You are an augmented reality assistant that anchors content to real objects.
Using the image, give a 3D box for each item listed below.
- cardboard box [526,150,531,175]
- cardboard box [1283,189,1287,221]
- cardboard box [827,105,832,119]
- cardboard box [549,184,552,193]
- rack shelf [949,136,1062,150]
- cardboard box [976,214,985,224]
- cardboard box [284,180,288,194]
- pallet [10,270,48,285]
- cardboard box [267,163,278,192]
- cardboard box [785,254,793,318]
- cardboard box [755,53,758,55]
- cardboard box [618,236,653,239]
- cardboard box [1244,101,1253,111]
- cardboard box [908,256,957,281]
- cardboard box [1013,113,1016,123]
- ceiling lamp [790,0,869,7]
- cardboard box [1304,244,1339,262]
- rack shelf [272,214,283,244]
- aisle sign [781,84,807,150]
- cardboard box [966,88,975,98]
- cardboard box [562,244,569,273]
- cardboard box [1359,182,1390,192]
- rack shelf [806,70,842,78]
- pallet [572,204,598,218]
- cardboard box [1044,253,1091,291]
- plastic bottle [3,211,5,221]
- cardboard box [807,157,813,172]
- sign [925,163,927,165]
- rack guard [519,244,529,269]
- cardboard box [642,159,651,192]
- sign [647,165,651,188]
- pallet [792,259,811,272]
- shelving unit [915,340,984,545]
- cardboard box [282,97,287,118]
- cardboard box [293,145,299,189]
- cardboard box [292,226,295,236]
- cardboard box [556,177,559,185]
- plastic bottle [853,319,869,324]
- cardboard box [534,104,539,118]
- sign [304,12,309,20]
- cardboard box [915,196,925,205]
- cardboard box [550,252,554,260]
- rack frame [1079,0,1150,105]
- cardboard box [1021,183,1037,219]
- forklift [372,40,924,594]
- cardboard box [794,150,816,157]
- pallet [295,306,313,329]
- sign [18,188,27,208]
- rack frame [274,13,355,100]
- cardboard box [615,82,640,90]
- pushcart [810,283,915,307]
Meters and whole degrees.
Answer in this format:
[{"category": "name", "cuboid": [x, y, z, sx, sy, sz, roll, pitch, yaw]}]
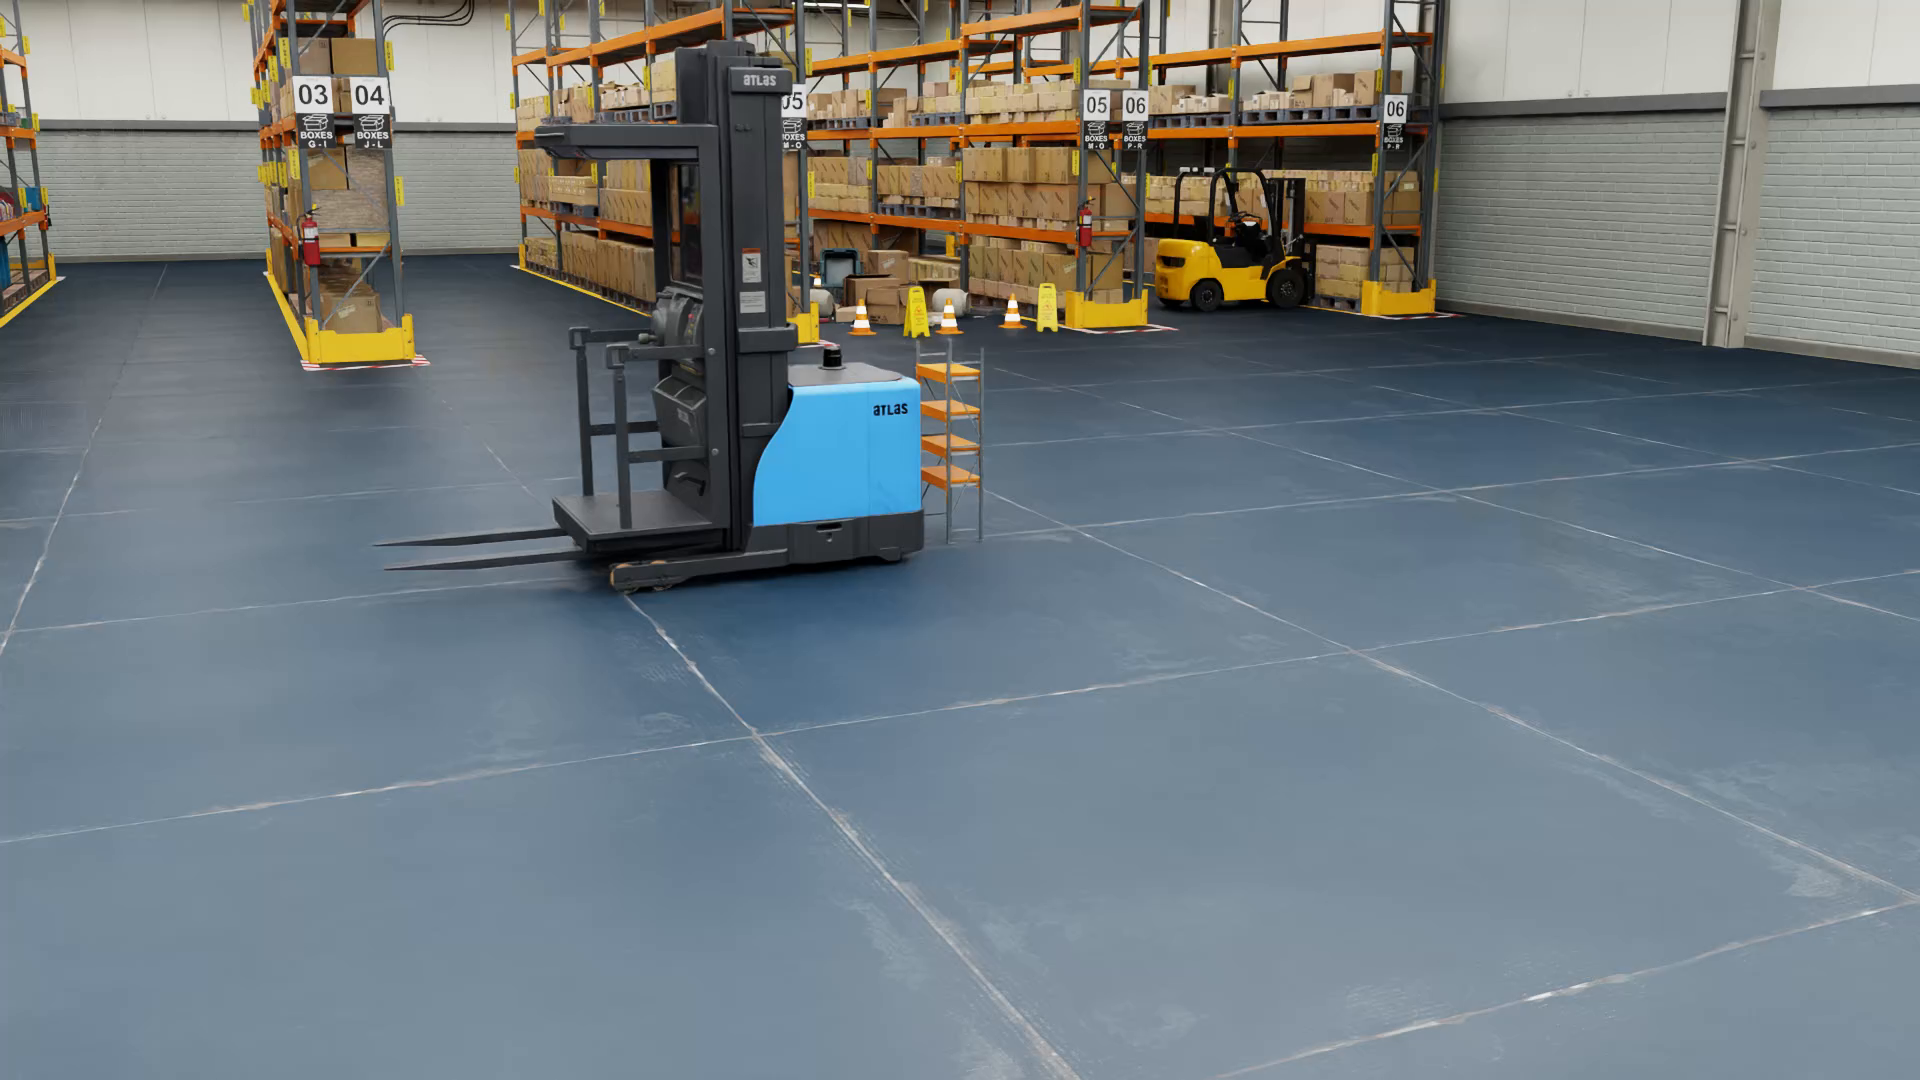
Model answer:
[{"category": "cardboard box", "cuboid": [-8.481, -7.648, 33.666, 0.500, 0.500, 0.500, -6, 14, -24]}, {"category": "cardboard box", "cuboid": [5.401, -5.458, 27.080, 0.500, 0.500, 0.500, -6, 14, -24]}, {"category": "cardboard box", "cuboid": [-2.305, -8.131, 31.562, 0.396, 0.266, 0.258, -4, 14, -18]}, {"category": "cardboard box", "cuboid": [-7.475, -6.575, 31.094, 0.380, 0.149, 0.250, -5, 14, -22]}, {"category": "rack shelf", "cuboid": [1.029, -8.912, 37.168, 1.077, 0.370, 4.000, -6, 14, -23]}, {"category": "cardboard box", "cuboid": [0.470, -5.022, 25.975, 0.380, 0.149, 0.250, -5, 14, -21]}, {"category": "cardboard box", "cuboid": [-9.371, -4.996, 24.143, 0.797, 0.503, 0.637, -4, 14, -17]}, {"category": "pallet", "cuboid": [-17.642, -4.891, 31.033, 1.003, 0.211, 1.213, -6, 14, -23]}, {"category": "cardboard box", "cuboid": [-12.225, -6.552, 30.037, 0.500, 0.500, 0.500, -5, 14, -21]}, {"category": "cardboard box", "cuboid": [-2.736, -3.296, 21.738, 0.875, 0.875, 0.875, -6, 14, -23]}, {"category": "cardboard box", "cuboid": [-2.448, -6.175, 21.382, 0.380, 0.149, 0.250, -6, 14, -24]}, {"category": "cardboard box", "cuboid": [-5.663, -5.161, 28.967, 0.500, 0.250, 0.500, -6, 14, -26]}, {"category": "cardboard box", "cuboid": [4.937, -7.208, 27.611, 0.380, 0.149, 0.250, -5, 14, -22]}, {"category": "cardboard box", "cuboid": [-0.594, -4.768, 29.214, 0.950, 0.372, 0.625, -6, 14, -24]}, {"category": "cardboard box", "cuboid": [1.007, -6.220, 24.495, 0.380, 0.149, 0.250, -6, 14, -23]}, {"category": "ceiling lamp", "cuboid": [-2.979, -14.325, 39.360, 2.000, 3.185, 0.800, -6, 14, -23]}, {"category": "cardboard box", "cuboid": [5.746, -4.537, 26.268, 0.500, 0.250, 0.500, -5, 14, -22]}, {"category": "rack shelf", "cuboid": [-10.995, -5.280, 28.128, 1.077, 0.370, 4.000, -6, 14, -23]}, {"category": "aisle sign", "cuboid": [-2.101, -5.271, 20.726, 0.394, 0.787, 0.004, -6, 14, -23]}, {"category": "cardboard box", "cuboid": [0.316, -6.919, 25.750, 0.380, 0.149, 0.250, -6, 14, -24]}, {"category": "cardboard box", "cuboid": [-7.158, -5.281, 31.149, 0.500, 0.500, 0.500, -5, 14, -21]}, {"category": "cardboard box", "cuboid": [6.242, -5.320, 25.044, 0.380, 0.149, 0.250, -5, 14, -22]}, {"category": "rack shelf", "cuboid": [-3.517, -9.730, 34.935, 1.077, 0.370, 4.000, -6, 14, -23]}, {"category": "pallet", "cuboid": [-5.992, -5.689, 28.723, 1.213, 0.211, 1.003, -6, 14, -23]}, {"category": "cardboard box", "cuboid": [1.531, -3.832, 23.779, 0.500, 0.500, 0.500, -6, 14, -23]}, {"category": "plastic bottle", "cuboid": [-15.406, -5.219, 26.707, 0.097, 0.201, 0.097, 0, 13, 0]}, {"category": "cardboard box", "cuboid": [-2.803, -7.358, 33.071, 0.500, 0.500, 0.500, -5, 14, -22]}, {"category": "sign", "cuboid": [-0.620, -6.689, 30.228, 0.100, 0.325, 0.005, -6, 14, -23]}, {"category": "rack guard", "cuboid": [-8.783, -6.064, 35.462, 1.175, 0.500, 0.348, -6, 14, -23]}, {"category": "cardboard box", "cuboid": [-4.419, -5.562, 25.312, 0.700, 0.500, 0.500, -6, 14, -24]}, {"category": "sign", "cuboid": [-4.500, -5.293, 24.194, 0.100, 0.325, 0.005, -6, 14, -23]}, {"category": "pallet", "cuboid": [-2.949, -5.745, 34.724, 1.003, 0.211, 1.213, -6, 14, -23]}, {"category": "shelving unit", "cuboid": [-0.066, -0.619, 10.382, 0.258, 1.200, 0.503, -6, 14, -23]}, {"category": "cardboard box", "cuboid": [-8.240, -5.451, 20.950, 0.500, 0.250, 0.500, -6, 14, -25]}, {"category": "cardboard box", "cuboid": [-7.642, -4.440, 19.801, 0.500, 0.500, 0.500, -6, 14, -23]}, {"category": "cardboard box", "cuboid": [-8.693, -4.144, 22.182, 0.380, 0.149, 0.250, -6, 14, -23]}, {"category": "cardboard box", "cuboid": [-7.159, -6.558, 30.360, 0.380, 0.149, 0.250, -6, 14, -24]}, {"category": "plastic bottle", "cuboid": [-1.433, -3.108, 23.661, 0.133, 0.061, 0.283, -12, 18, -42]}, {"category": "cardboard box", "cuboid": [-8.040, -8.391, 32.545, 0.500, 0.250, 0.500, -5, 14, -21]}, {"category": "sign", "cuboid": [-12.896, -10.333, 32.811, 0.100, 0.325, 0.005, -6, 14, -23]}, {"category": "cardboard box", "cuboid": [-0.551, -5.773, 28.286, 0.380, 0.149, 0.250, -5, 14, -21]}, {"category": "cardboard box", "cuboid": [-7.748, -5.523, 32.312, 0.380, 0.149, 0.250, -6, 14, -26]}, {"category": "rack frame", "cuboid": [2.091, -7.383, 22.311, 1.000, 3.000, 0.127, -6, 14, -23]}, {"category": "cardboard box", "cuboid": [1.228, -4.948, 24.217, 0.500, 0.500, 0.500, -6, 14, -23]}, {"category": "forklift", "cuboid": [-1.776, -1.267, 9.344, 3.031, 2.935, 1.130, -6, 14, -23]}, {"category": "cardboard box", "cuboid": [-3.131, -7.826, 33.653, 0.380, 0.149, 0.250, -6, 14, -24]}, {"category": "pallet", "cuboid": [-8.905, -3.193, 23.700, 1.003, 0.211, 1.213, -6, 14, -23]}, {"category": "sign", "cuboid": [-15.830, -5.781, 28.081, 0.100, 0.325, 0.005, -6, 14, -23]}, {"category": "rack frame", "cuboid": [-8.592, -7.314, 22.015, 1.000, 3.000, 0.127, -6, 14, -23]}, {"category": "cardboard box", "cuboid": [-5.725, -7.743, 28.600, 0.396, 0.266, 0.258, -6, 14, -23]}, {"category": "pushcart", "cuboid": [-1.580, -3.793, 25.920, 1.648, 0.377, 0.936, -12, 18, -42]}]
